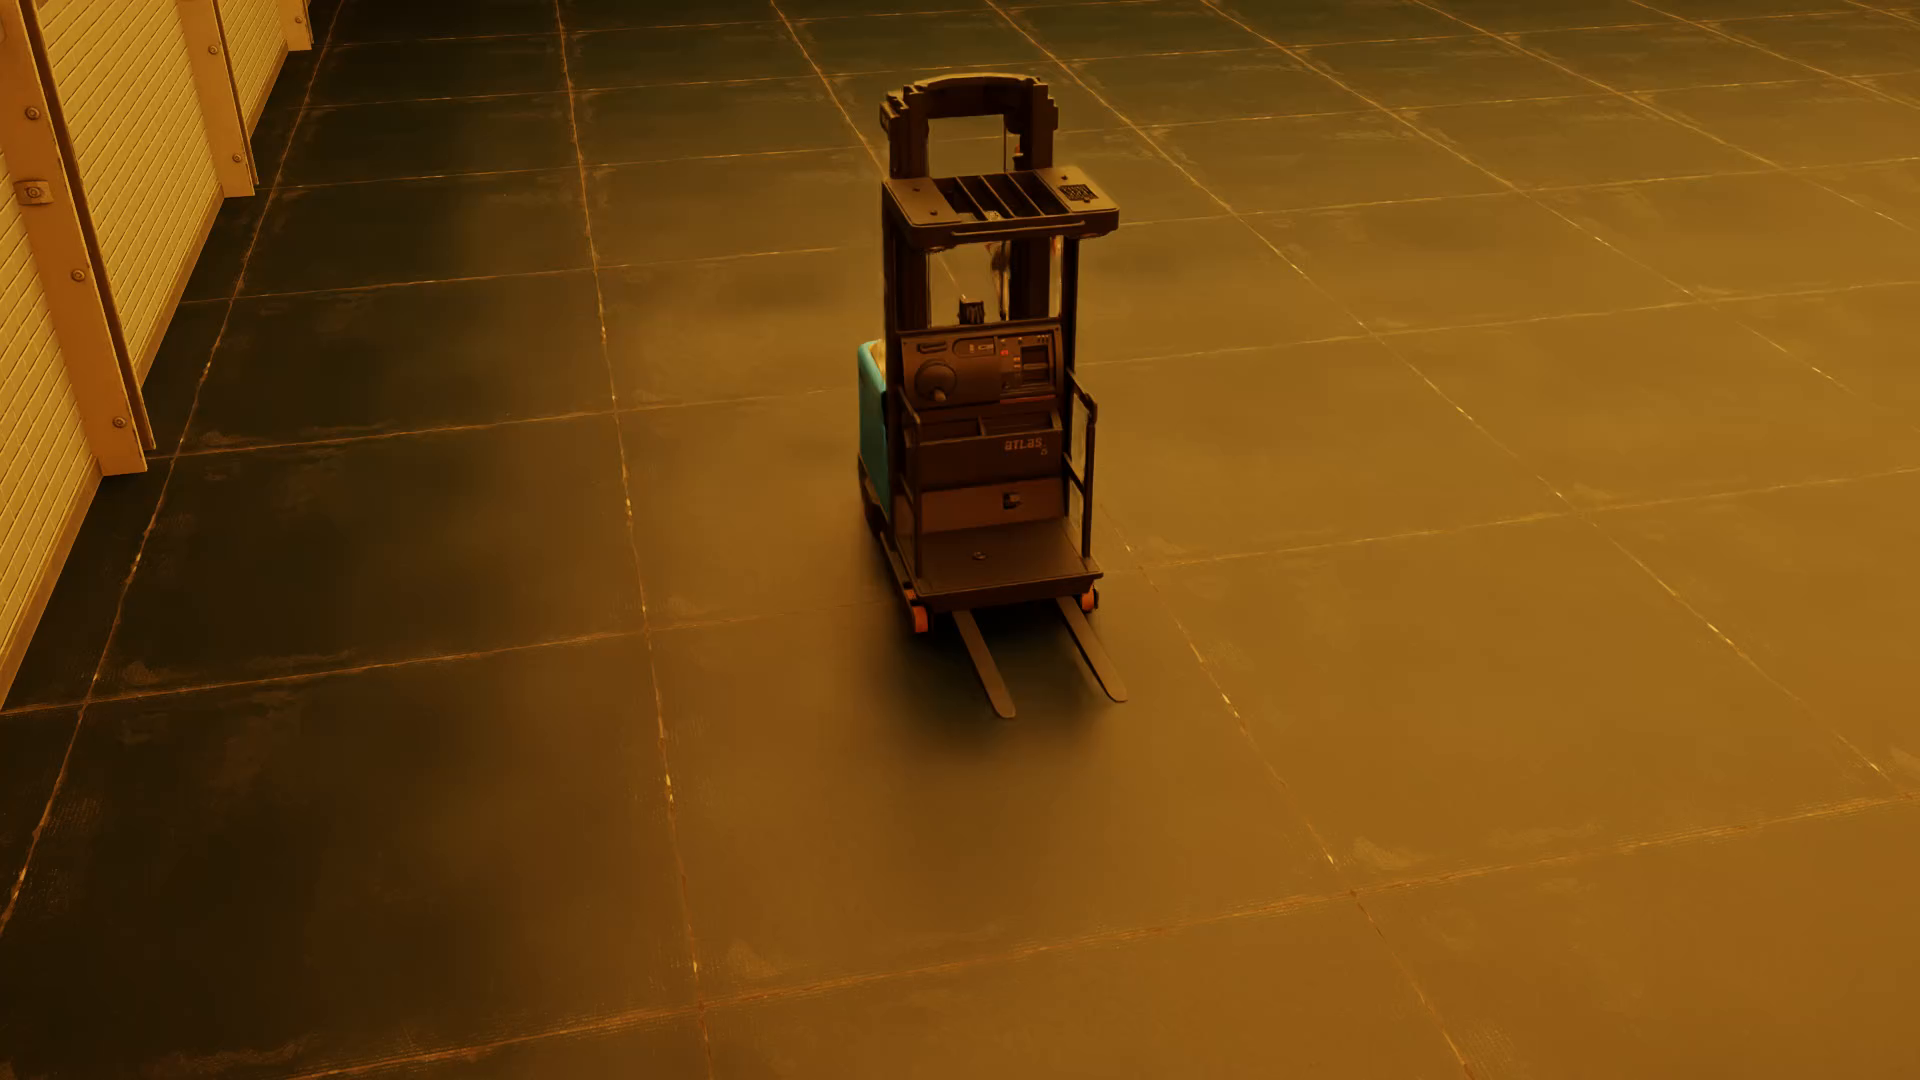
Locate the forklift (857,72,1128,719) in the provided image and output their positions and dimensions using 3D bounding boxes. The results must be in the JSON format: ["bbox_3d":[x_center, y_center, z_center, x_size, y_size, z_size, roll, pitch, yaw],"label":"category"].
[{"bbox_3d":[0.181,-0.940,9.198,1.130,2.935,3.031,-7,31,-12],"label":"forklift"}]

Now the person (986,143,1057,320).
[{"bbox_3d":[0.467,-2.329,12.952,0.550,1.578,0.408,-8,31,-13],"label":"person"}]
